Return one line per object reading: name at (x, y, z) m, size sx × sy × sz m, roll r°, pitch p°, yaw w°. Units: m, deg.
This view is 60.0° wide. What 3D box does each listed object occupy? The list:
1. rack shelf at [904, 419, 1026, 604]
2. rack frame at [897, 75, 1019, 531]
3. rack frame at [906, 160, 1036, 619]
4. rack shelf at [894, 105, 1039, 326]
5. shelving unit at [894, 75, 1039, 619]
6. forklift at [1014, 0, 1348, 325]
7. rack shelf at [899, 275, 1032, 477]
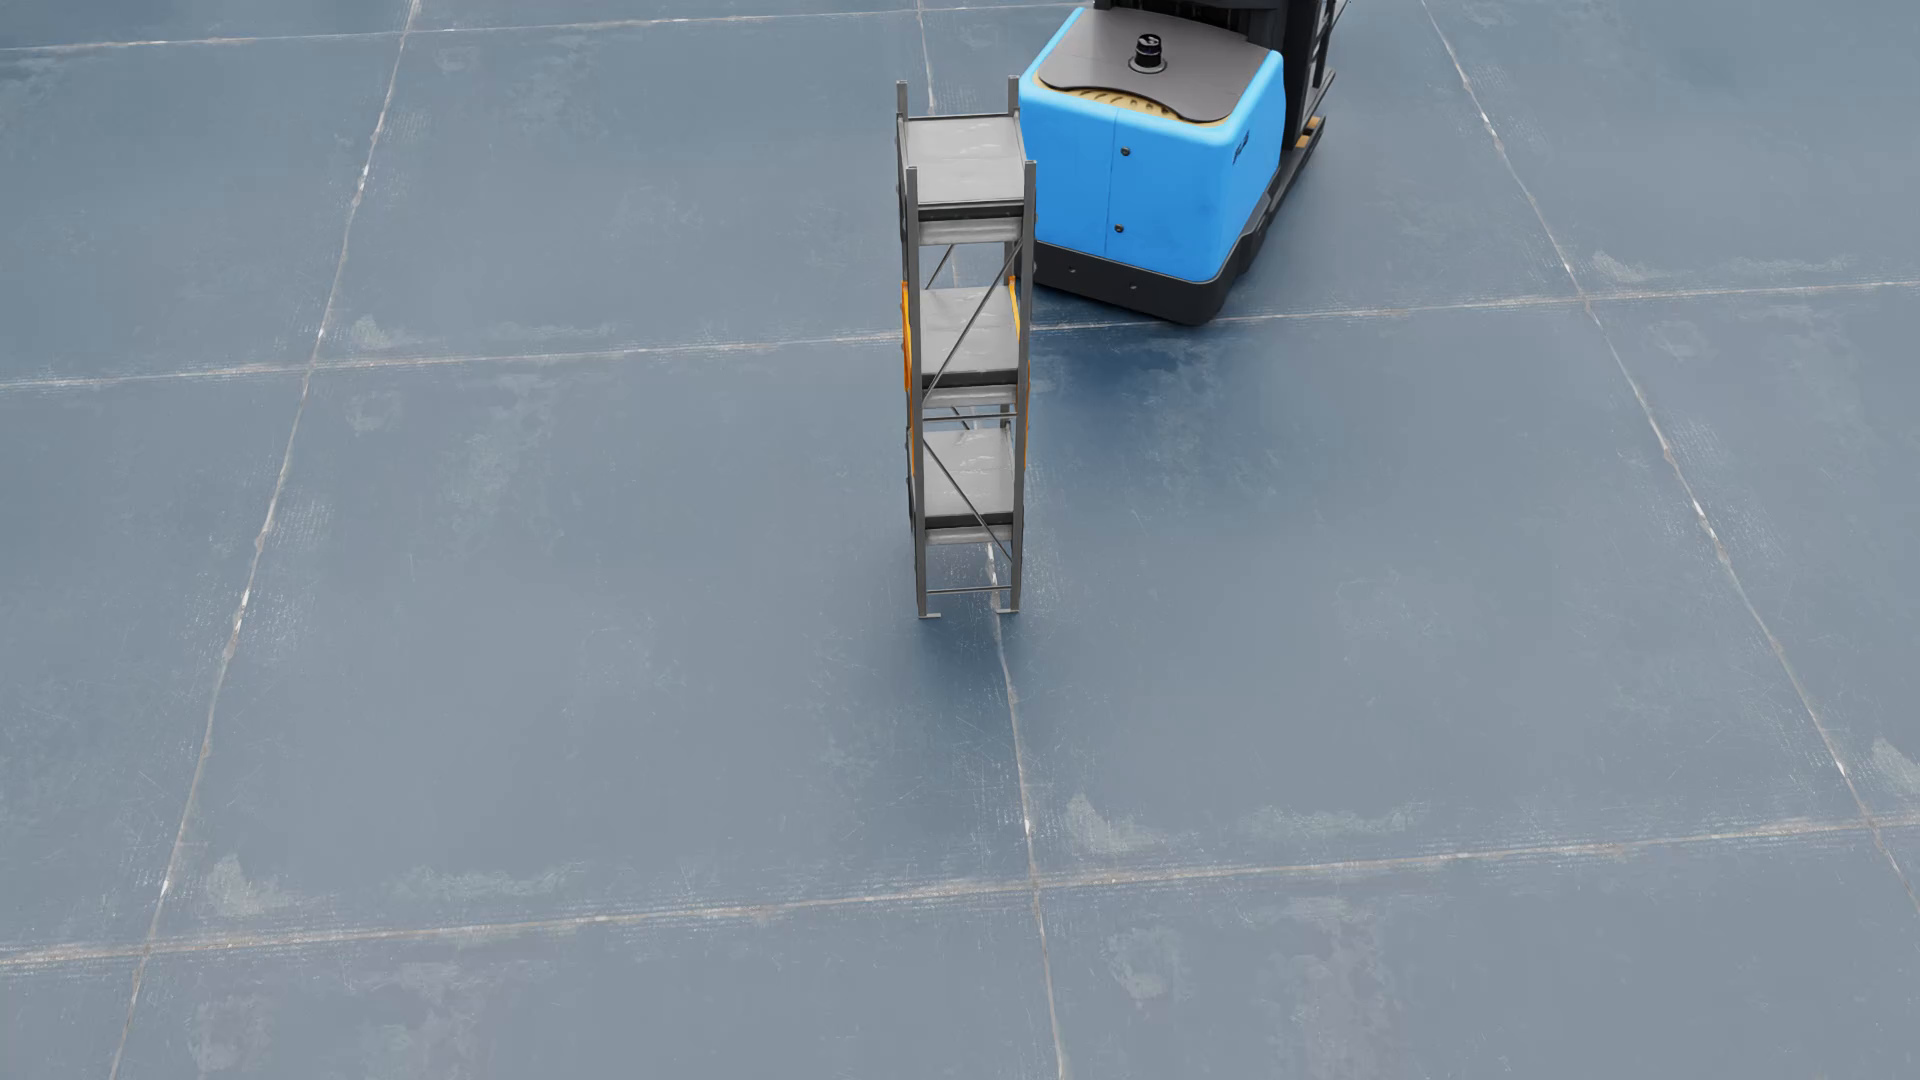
rack shelf at (0.014, -0.112, 6.529) m, size 0.431 × 0.518 × 0.480 m, roll -3°, pitch 47°, yaw -3°
rack frame at (-0.007, -0.779, 6.178) m, size 0.400 × 2.100 × 0.015 m, roll -3°, pitch 47°, yaw -3°
rack frame at (0.034, -0.426, 5.844) m, size 0.400 × 2.100 × 0.015 m, roll -3°, pitch 47°, yaw -3°
rack shelf at (0.014, -1.074, 5.512) m, size 0.431 × 0.518 × 0.480 m, roll -3°, pitch 47°, yaw -3°
shelving unit at (0.014, -0.602, 6.011) m, size 0.431 × 2.100 × 0.503 m, roll -3°, pitch 47°, yaw -3°
forklift at (1.292, -3.092, 7.796) m, size 1.130 × 2.935 × 3.031 m, roll 18°, pitch 49°, yaw 17°
rack shelf at (0.014, -0.593, 6.021) m, size 0.431 × 0.518 × 0.480 m, roll -3°, pitch 47°, yaw -3°
